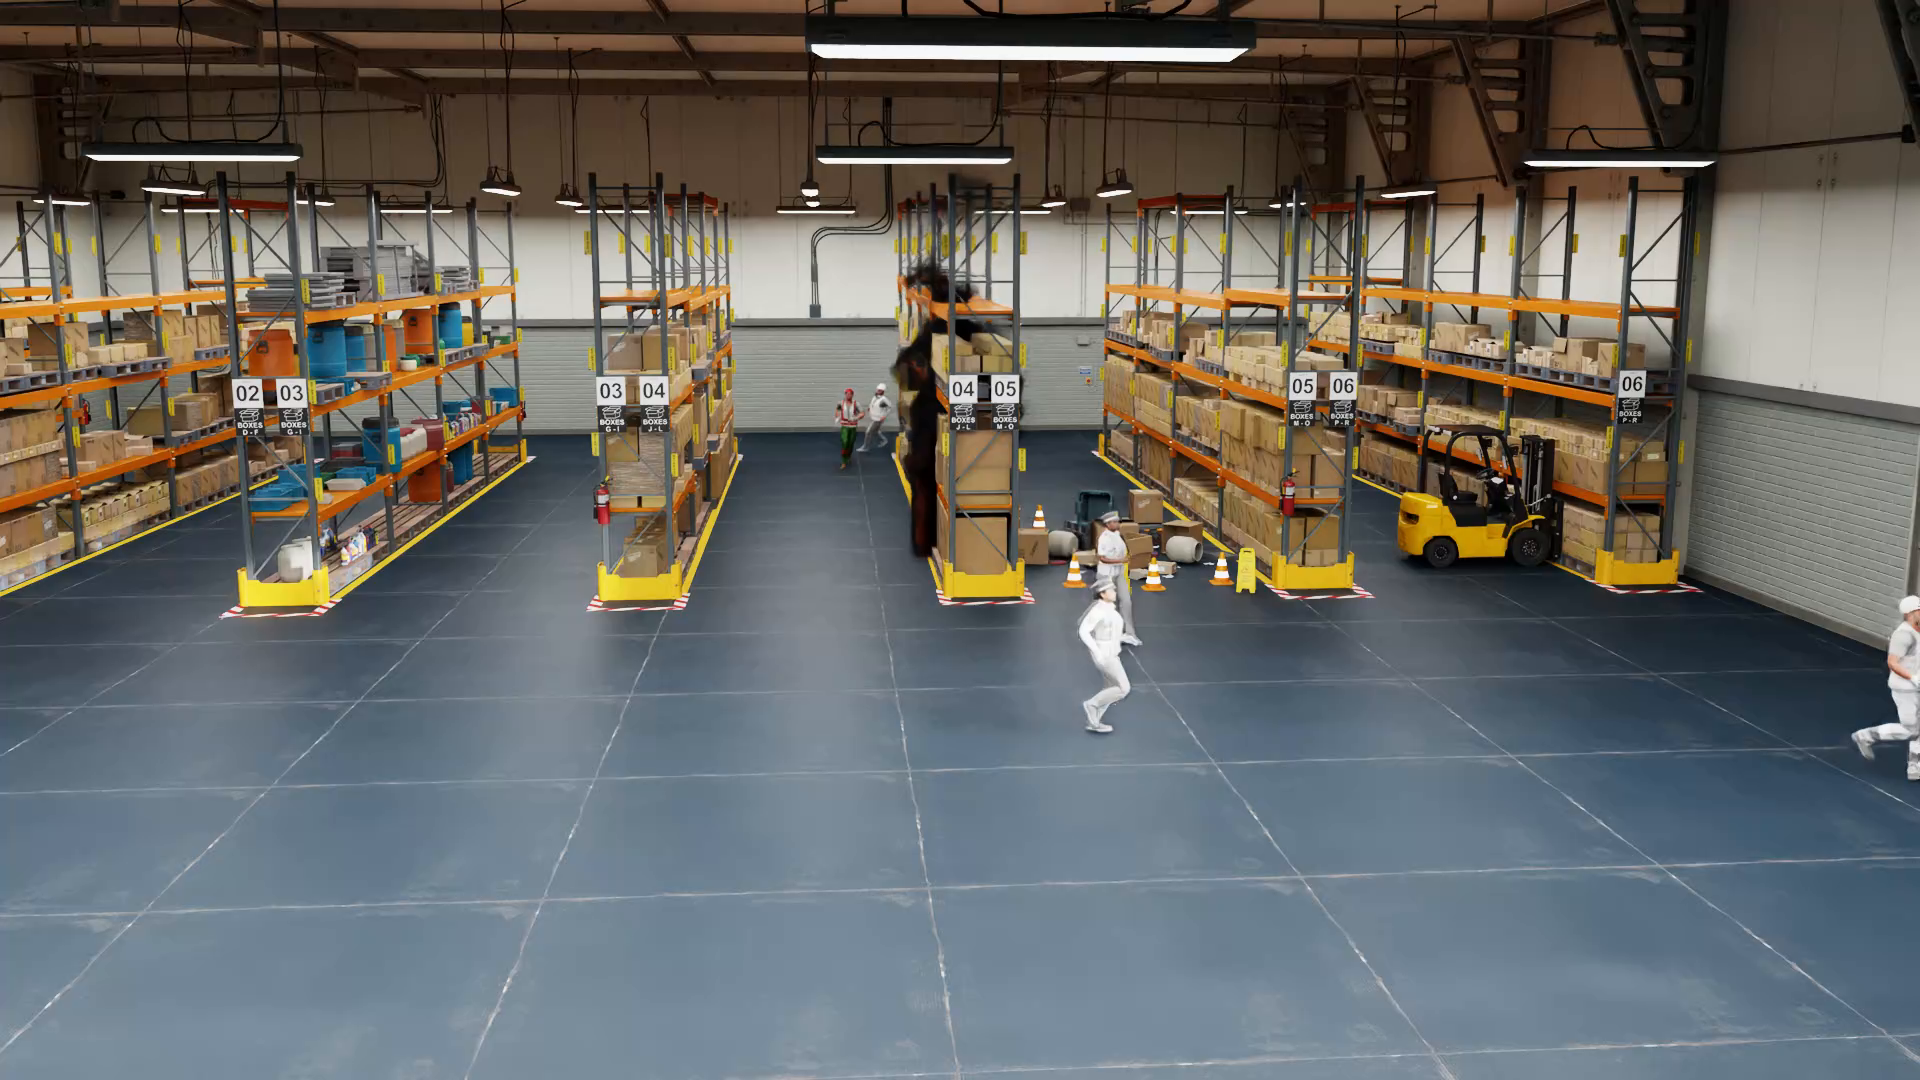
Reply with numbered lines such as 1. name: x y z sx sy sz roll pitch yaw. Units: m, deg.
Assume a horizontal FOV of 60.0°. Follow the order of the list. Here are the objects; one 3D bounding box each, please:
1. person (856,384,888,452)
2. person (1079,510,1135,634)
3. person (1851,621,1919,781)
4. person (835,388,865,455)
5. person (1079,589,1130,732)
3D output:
1. person: -2.162 -3.015 40.888 0.826 1.689 0.838 -1 10 -5
2. person: 1.883 0.399 21.112 0.788 1.597 0.573 8 13 38
3. person: 8.951 1.513 15.761 0.806 1.514 0.637 9 14 42
4. person: -2.514 -2.726 38.028 0.671 1.492 0.560 -1 10 -6
5. person: 1.538 1.210 17.197 0.509 1.598 0.600 3 11 19
